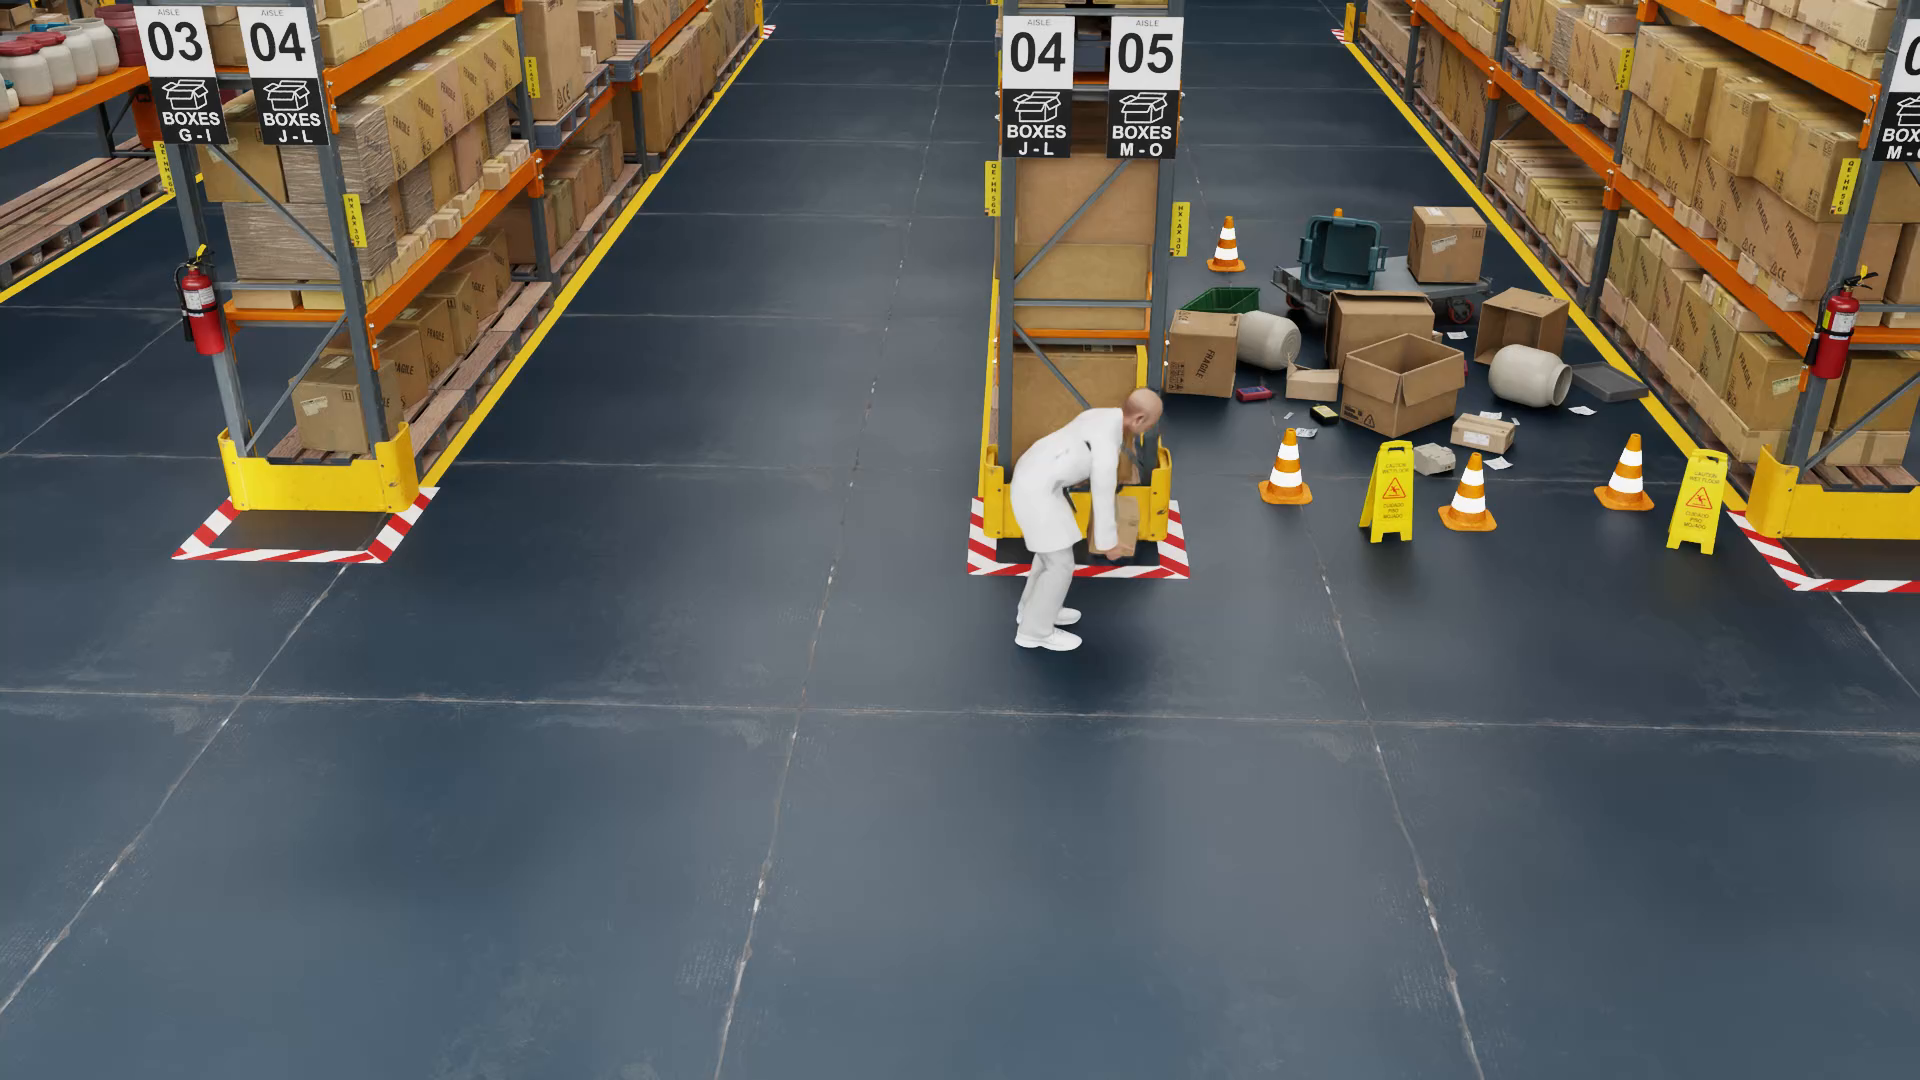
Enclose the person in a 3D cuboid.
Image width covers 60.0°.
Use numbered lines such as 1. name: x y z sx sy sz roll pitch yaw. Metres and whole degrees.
1. person: 0.680 -0.127 9.178 0.816 1.507 0.549 0 28 1
